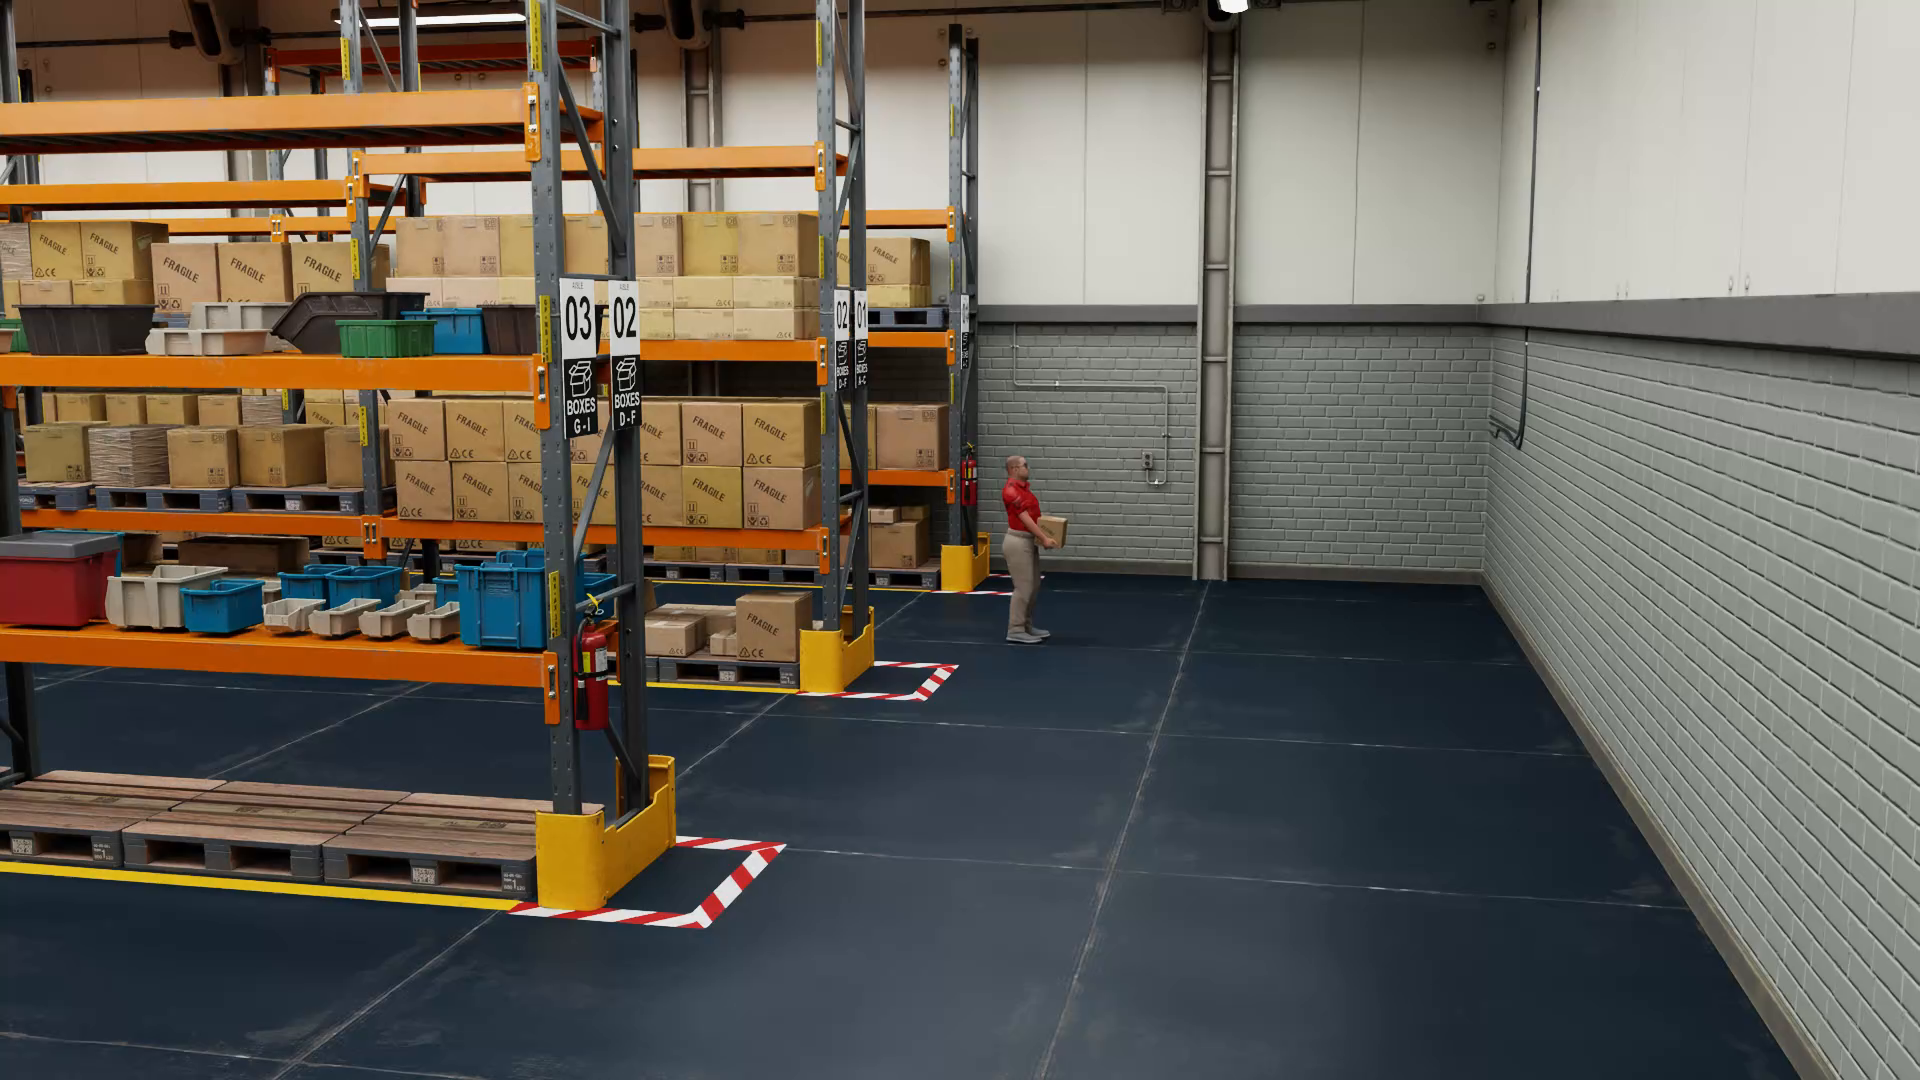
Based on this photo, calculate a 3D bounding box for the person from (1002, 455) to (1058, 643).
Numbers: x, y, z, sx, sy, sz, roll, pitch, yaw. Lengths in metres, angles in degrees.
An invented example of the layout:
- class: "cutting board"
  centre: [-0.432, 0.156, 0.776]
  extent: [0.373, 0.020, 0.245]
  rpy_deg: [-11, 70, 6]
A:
- class: "person"
  centre: [0.668, 0.074, 15.378]
  extent: [0.530, 1.712, 0.493]
  rpy_deg: [2, 8, 11]
